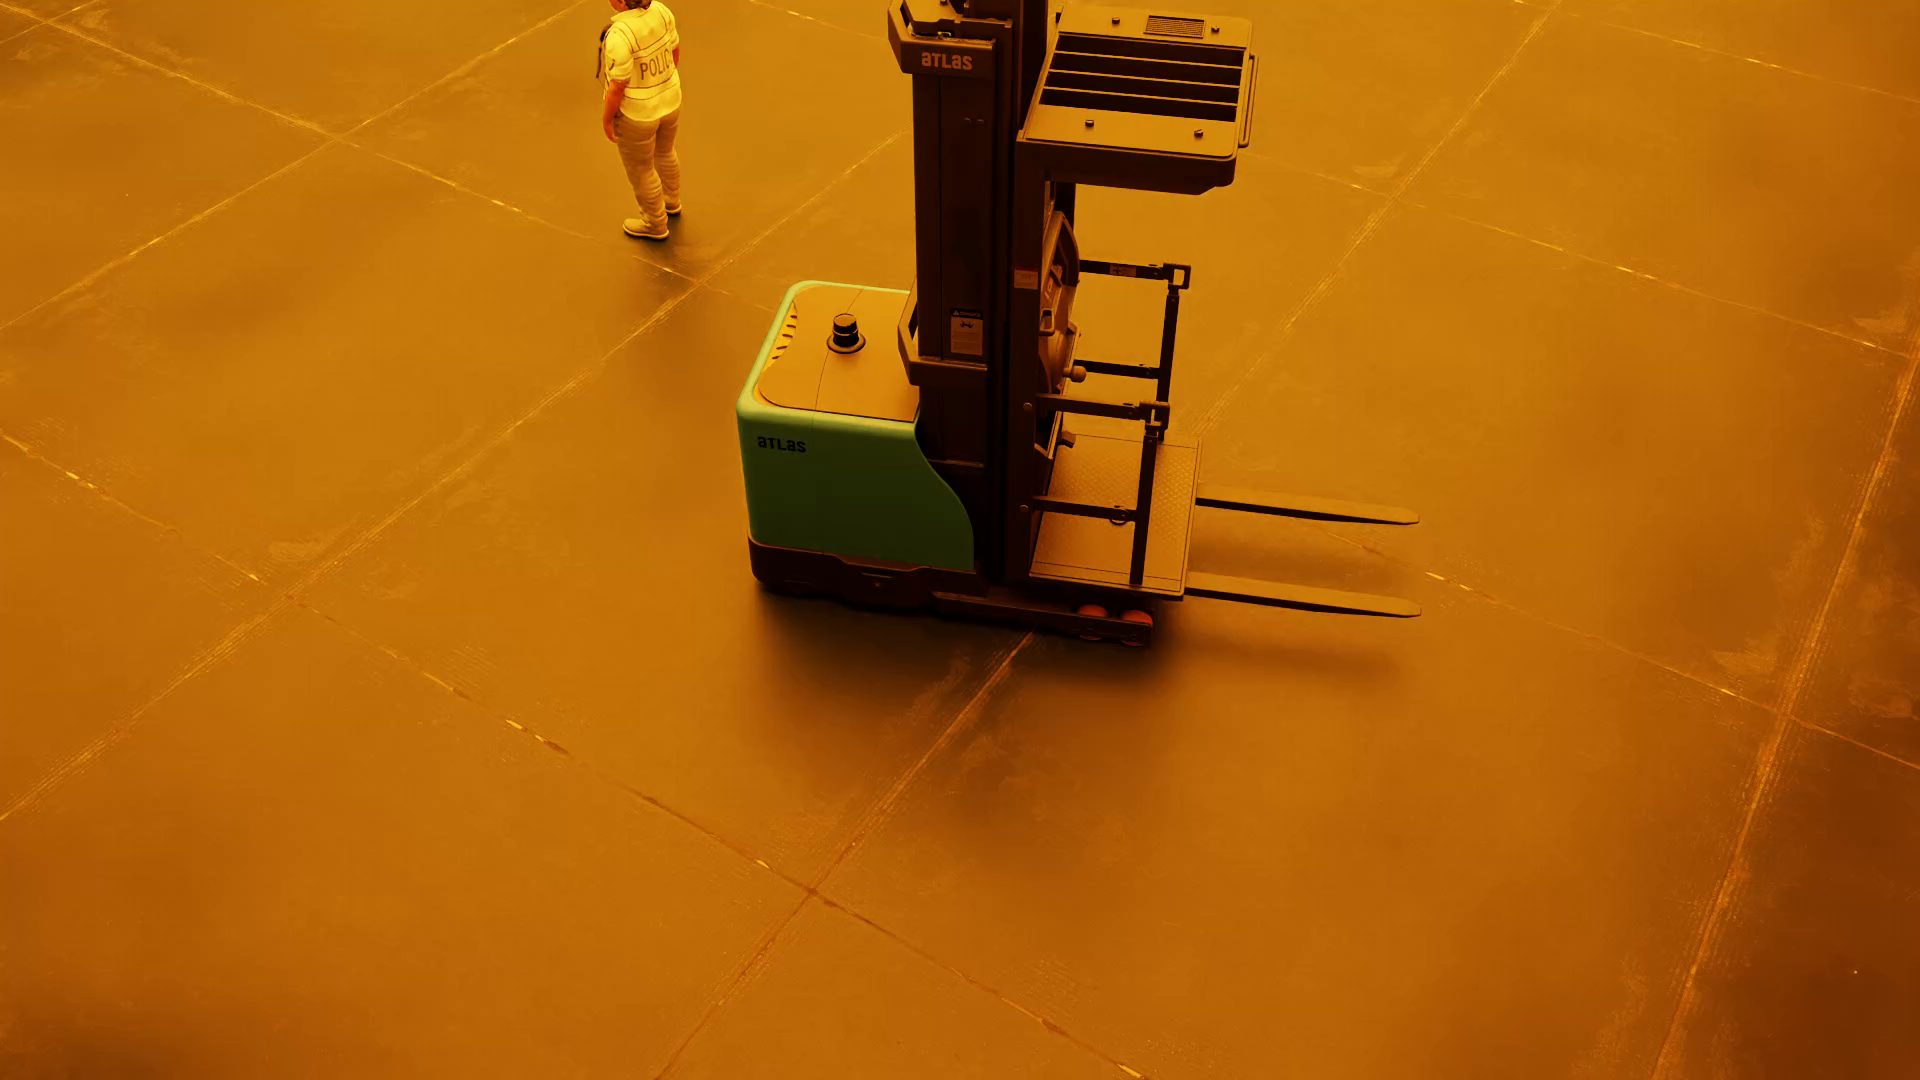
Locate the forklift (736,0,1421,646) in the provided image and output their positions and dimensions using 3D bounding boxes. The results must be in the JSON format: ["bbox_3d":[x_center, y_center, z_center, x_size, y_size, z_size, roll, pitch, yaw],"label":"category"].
[{"bbox_3d":[0.598,-0.987,6.890,3.031,2.935,1.130,7,44,8],"label":"forklift"}]

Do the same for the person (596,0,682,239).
[{"bbox_3d":[-1.830,-2.469,9.360,0.529,1.670,0.599,24,48,23],"label":"person"}]
